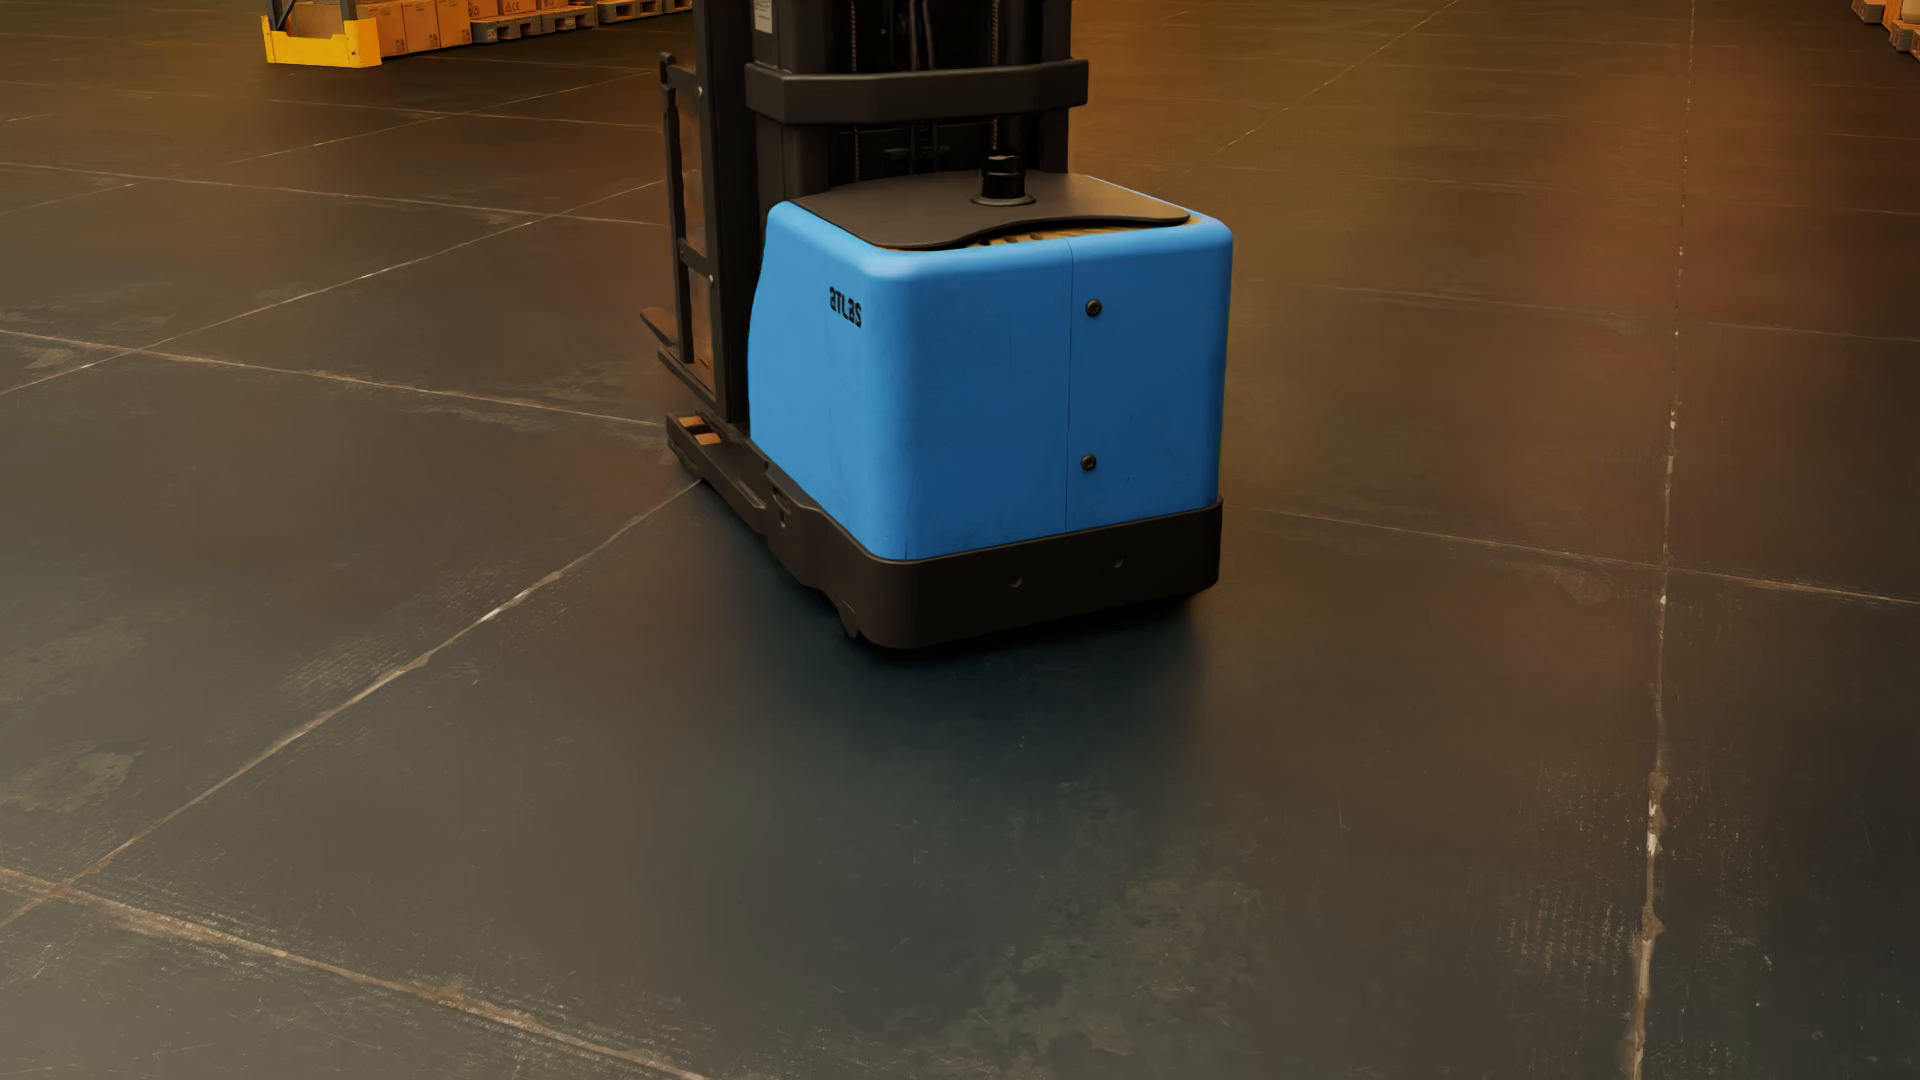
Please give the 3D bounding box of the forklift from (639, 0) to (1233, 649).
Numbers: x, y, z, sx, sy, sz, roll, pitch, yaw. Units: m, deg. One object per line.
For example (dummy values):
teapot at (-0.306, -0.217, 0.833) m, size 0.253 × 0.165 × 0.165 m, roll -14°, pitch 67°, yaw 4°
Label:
forklift at (-0.358, -1.608, 5.139) m, size 1.130 × 2.935 × 3.031 m, roll -10°, pitch 25°, yaw -23°
